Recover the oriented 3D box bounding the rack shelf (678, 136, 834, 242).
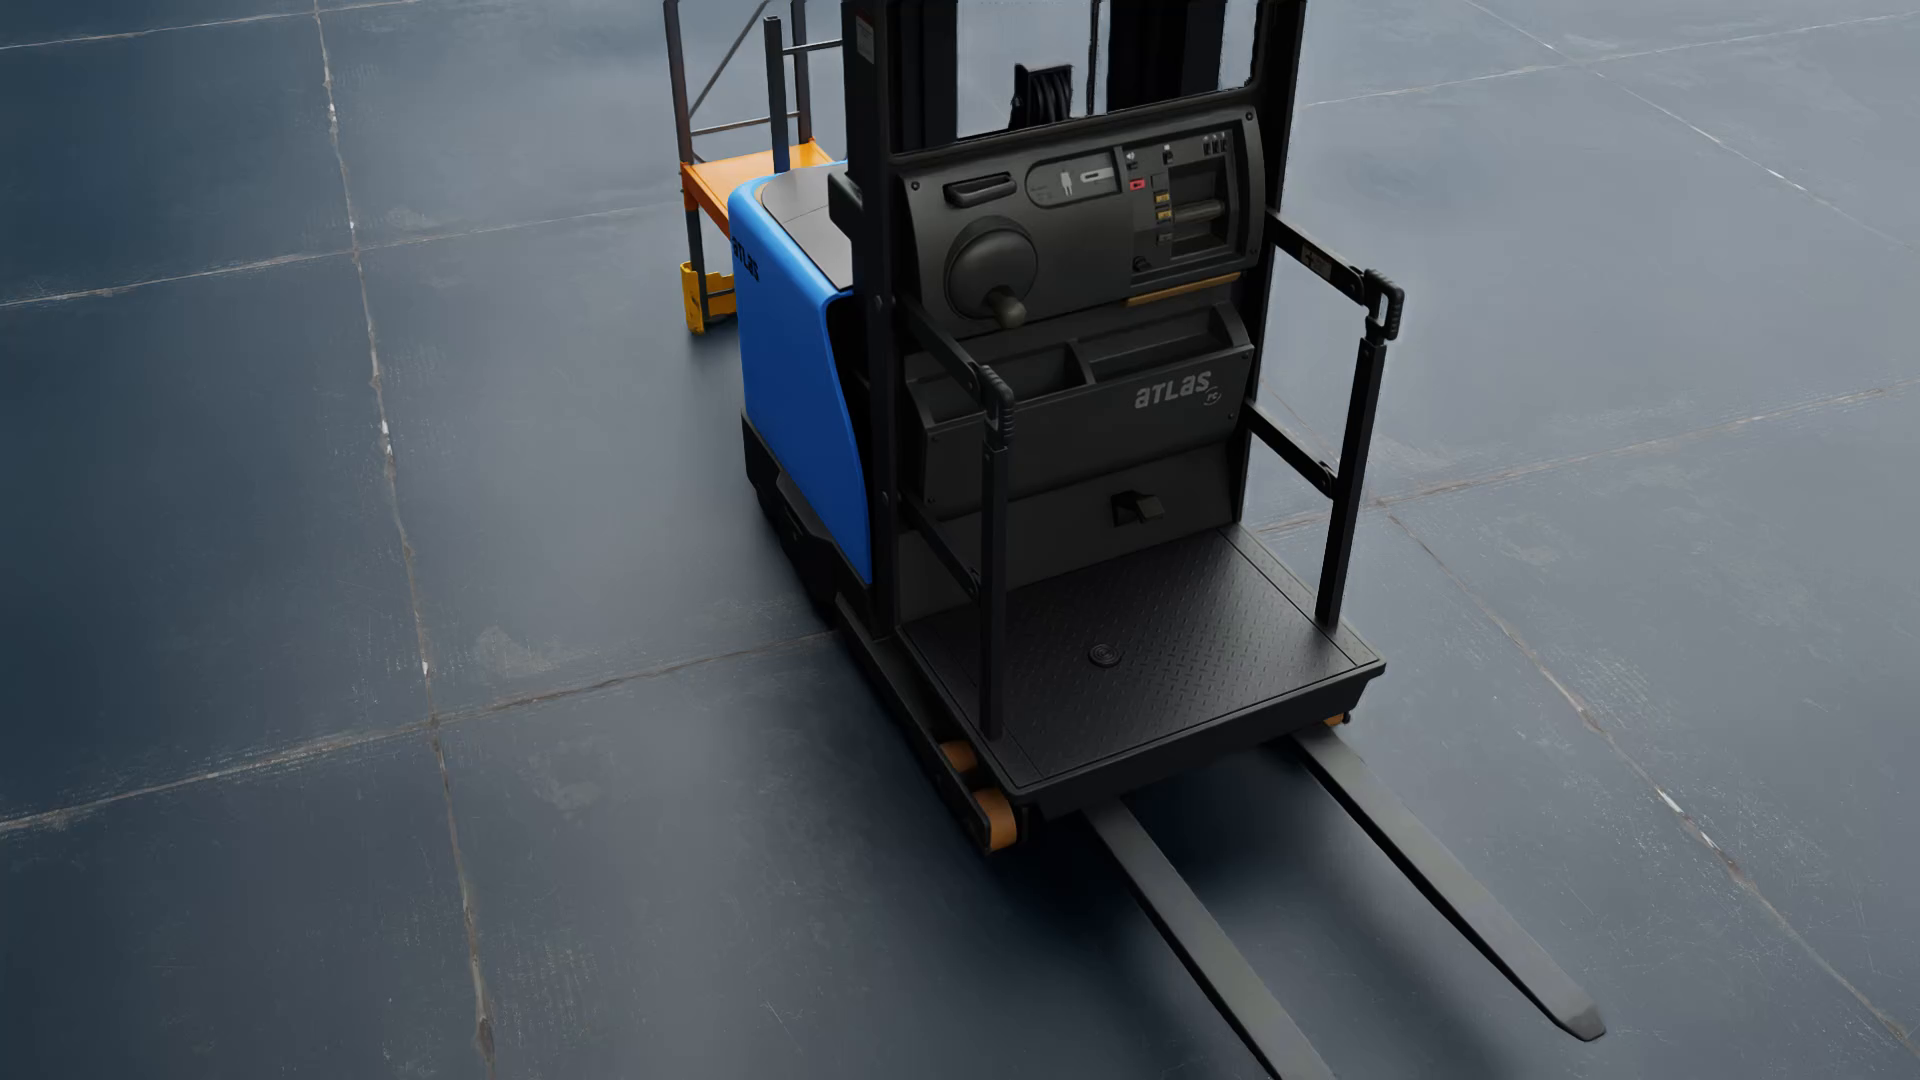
[{"bbox_3d":[-0.552,-1.076,5.731,0.538,0.185,1.000,-16,40,-20],"label":"rack shelf"}]

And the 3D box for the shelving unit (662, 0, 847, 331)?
[{"bbox_3d":[-0.548,-1.215,5.616,0.587,1.500,1.083,-16,40,-20],"label":"shelving unit"}]

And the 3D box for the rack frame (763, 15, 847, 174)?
[{"bbox_3d":[-0.330,-0.945,5.258,0.500,1.500,0.032,-16,40,-20],"label":"rack frame"}]

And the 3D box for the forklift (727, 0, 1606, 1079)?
[{"bbox_3d":[0.402,-0.688,3.728,1.130,2.935,3.031,-16,40,-20],"label":"forklift"}]

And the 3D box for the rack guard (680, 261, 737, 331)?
[{"bbox_3d":[-0.766,-0.985,6.350,0.587,0.250,0.087,-16,40,-20],"label":"rack guard"}]

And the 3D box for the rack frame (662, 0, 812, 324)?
[{"bbox_3d":[-0.774,-1.495,5.988,0.500,1.500,0.032,-16,40,-20],"label":"rack frame"}]
